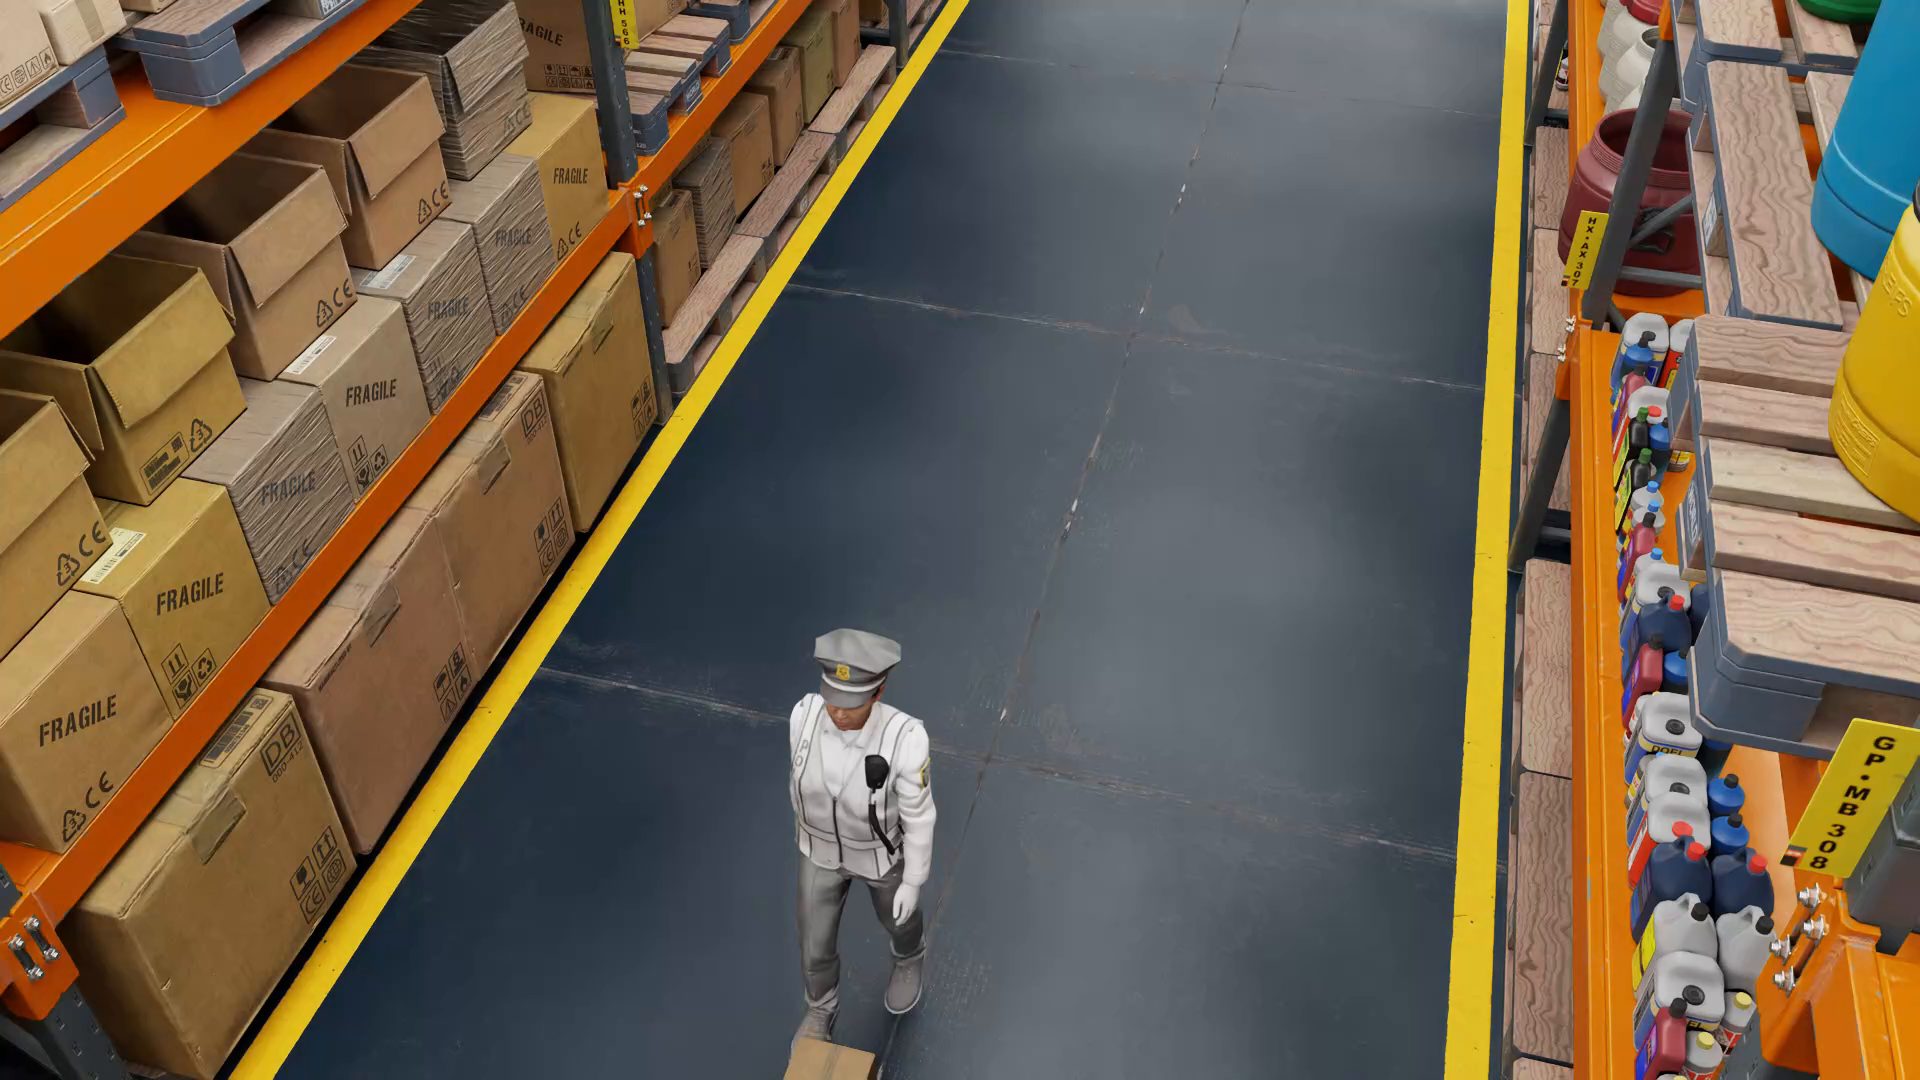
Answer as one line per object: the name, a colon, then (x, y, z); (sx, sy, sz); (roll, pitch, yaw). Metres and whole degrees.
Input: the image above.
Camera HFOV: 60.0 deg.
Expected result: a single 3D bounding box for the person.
person: (-0.311, 0.963, 5.064); (0.478, 1.690, 0.563); (11, 42, 12)
